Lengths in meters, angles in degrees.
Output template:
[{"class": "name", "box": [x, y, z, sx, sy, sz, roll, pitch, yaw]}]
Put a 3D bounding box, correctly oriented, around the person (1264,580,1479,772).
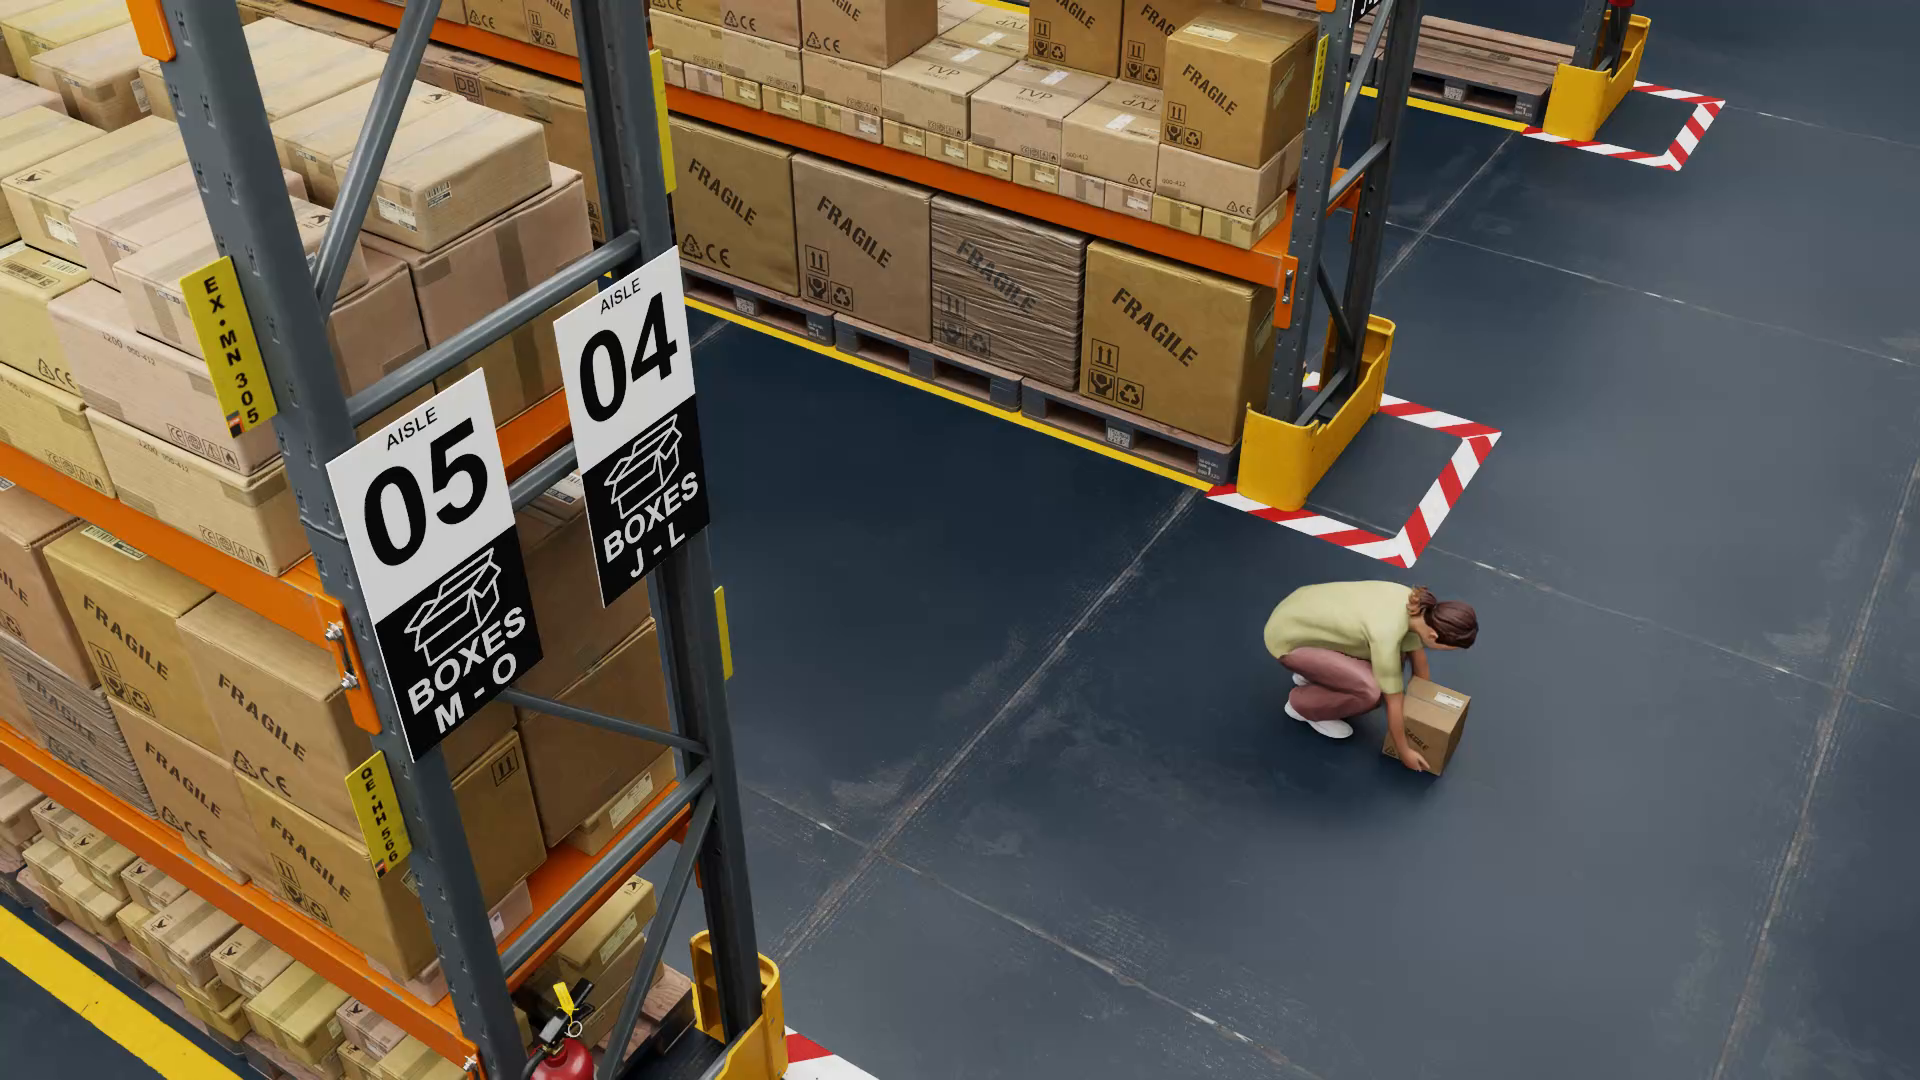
[{"class": "person", "box": [1.665, 0.476, 6.860, 0.825, 0.803, 0.468, 21, 43, 25]}]
